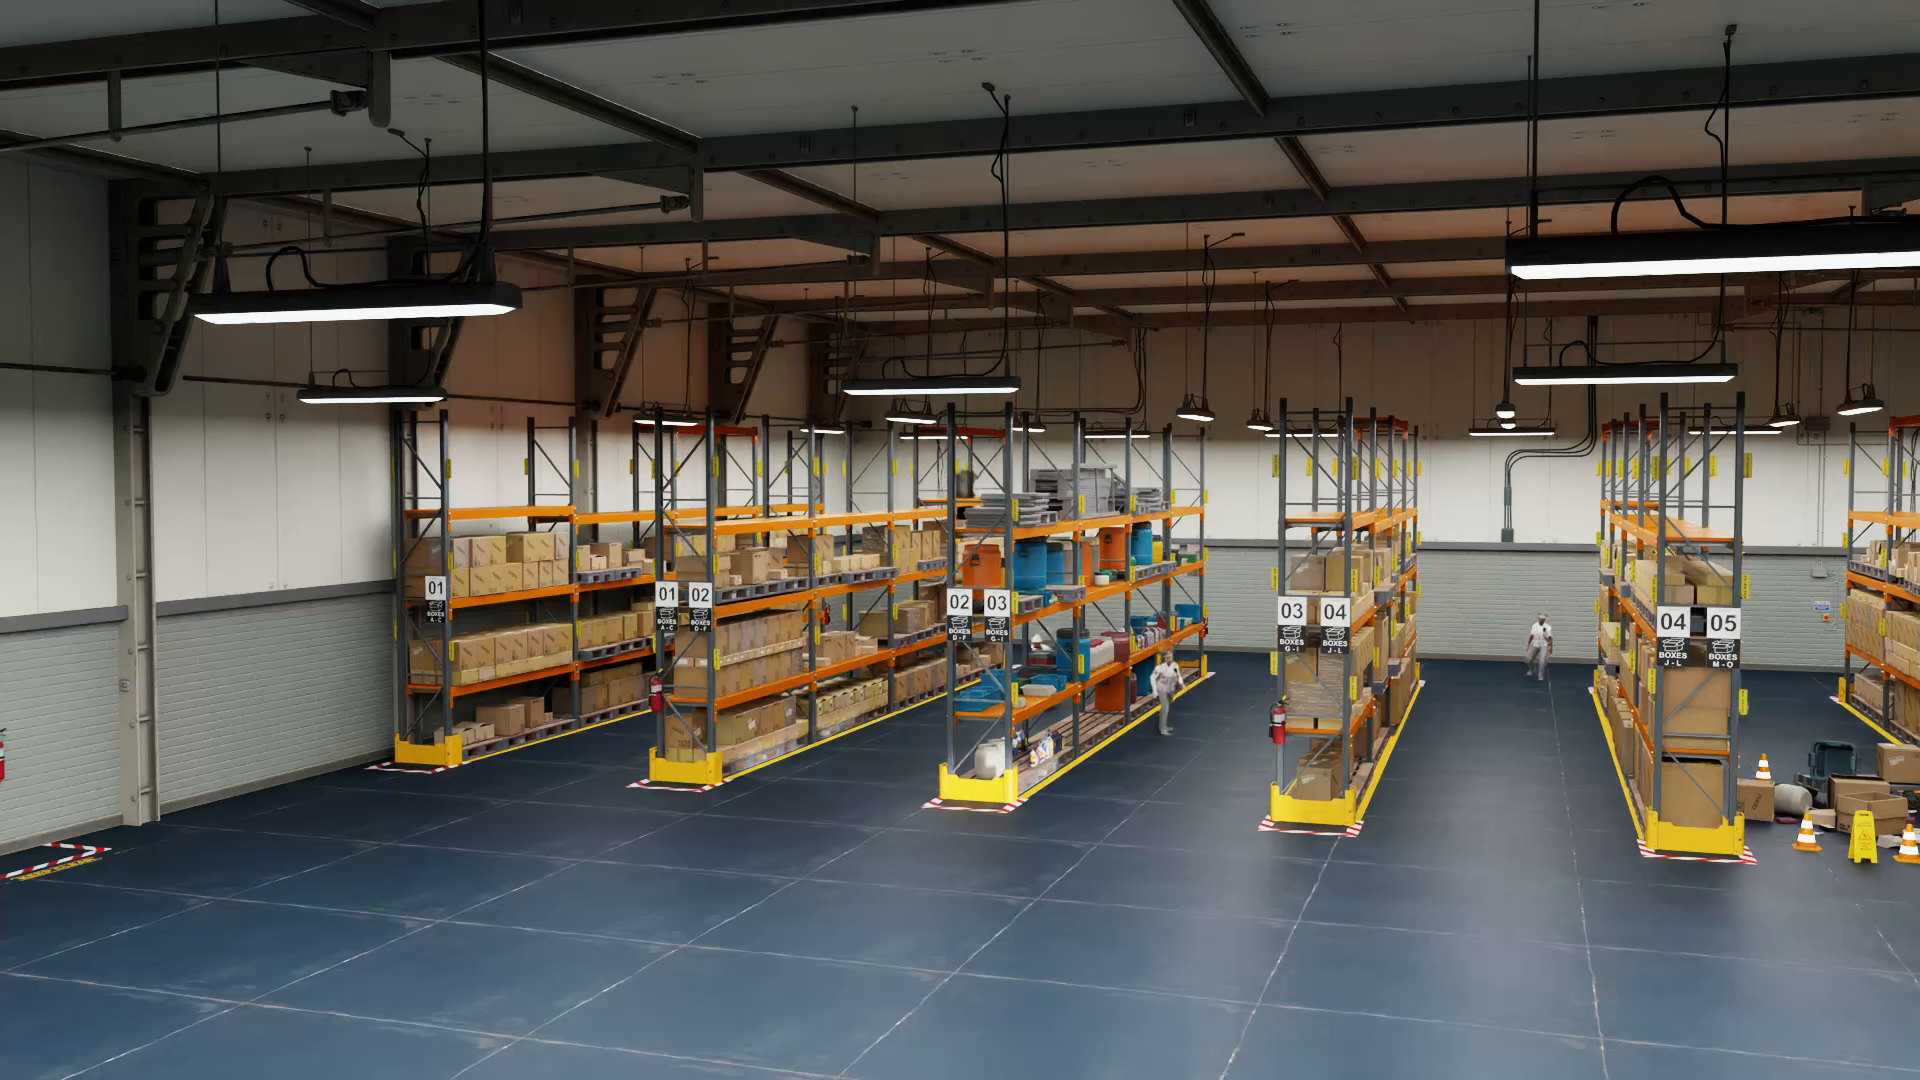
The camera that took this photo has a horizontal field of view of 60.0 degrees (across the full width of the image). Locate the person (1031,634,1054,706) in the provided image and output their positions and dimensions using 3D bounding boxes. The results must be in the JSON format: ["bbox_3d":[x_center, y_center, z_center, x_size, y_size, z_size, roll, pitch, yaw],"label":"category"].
[{"bbox_3d":[1.743,2.707,34.241,0.711,1.602,1.097,2,3,33],"label":"person"}]

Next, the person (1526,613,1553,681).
[{"bbox_3d":[13.685,2.508,39.270,0.677,1.618,0.621,1,3,31],"label":"person"}]

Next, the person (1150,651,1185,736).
[{"bbox_3d":[3.915,2.863,31.326,0.633,1.611,0.822,-2,3,-32],"label":"person"}]
